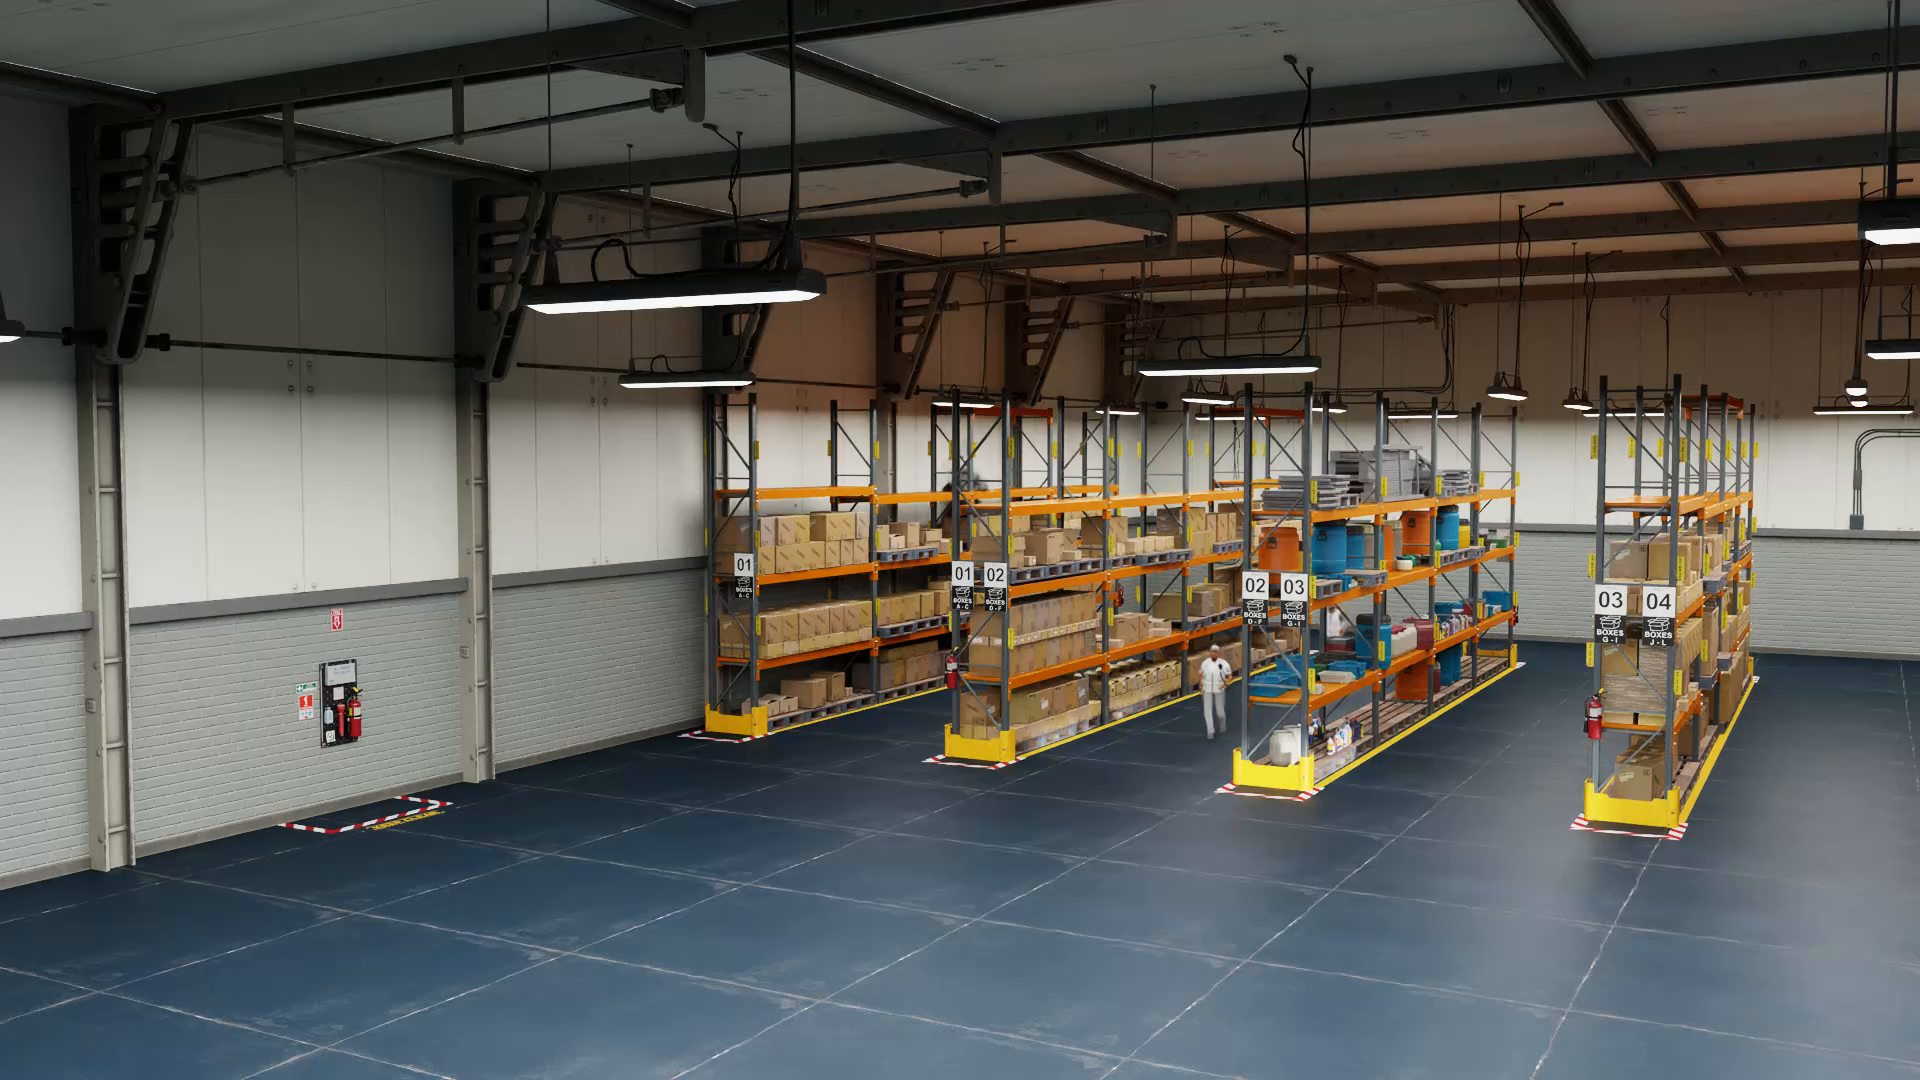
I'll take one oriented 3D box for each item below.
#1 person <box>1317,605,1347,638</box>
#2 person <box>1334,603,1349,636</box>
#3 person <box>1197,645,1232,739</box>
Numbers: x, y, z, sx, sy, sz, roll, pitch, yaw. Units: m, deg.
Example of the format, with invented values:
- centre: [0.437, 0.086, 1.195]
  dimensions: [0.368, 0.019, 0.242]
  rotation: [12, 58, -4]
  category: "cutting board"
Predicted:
- centre: [8.236, 2.134, 36.891]
  dimensions: [0.633, 1.766, 0.689]
  rotation: [1, 3, 21]
  category: "person"
- centre: [8.571, 2.152, 37.860]
  dimensions: [0.583, 1.633, 0.658]
  rotation: [1, 3, 14]
  category: "person"
- centre: [4.420, 2.630, 28.920]
  dimensions: [0.609, 1.618, 0.629]
  rotation: [1, 3, 18]
  category: "person"
